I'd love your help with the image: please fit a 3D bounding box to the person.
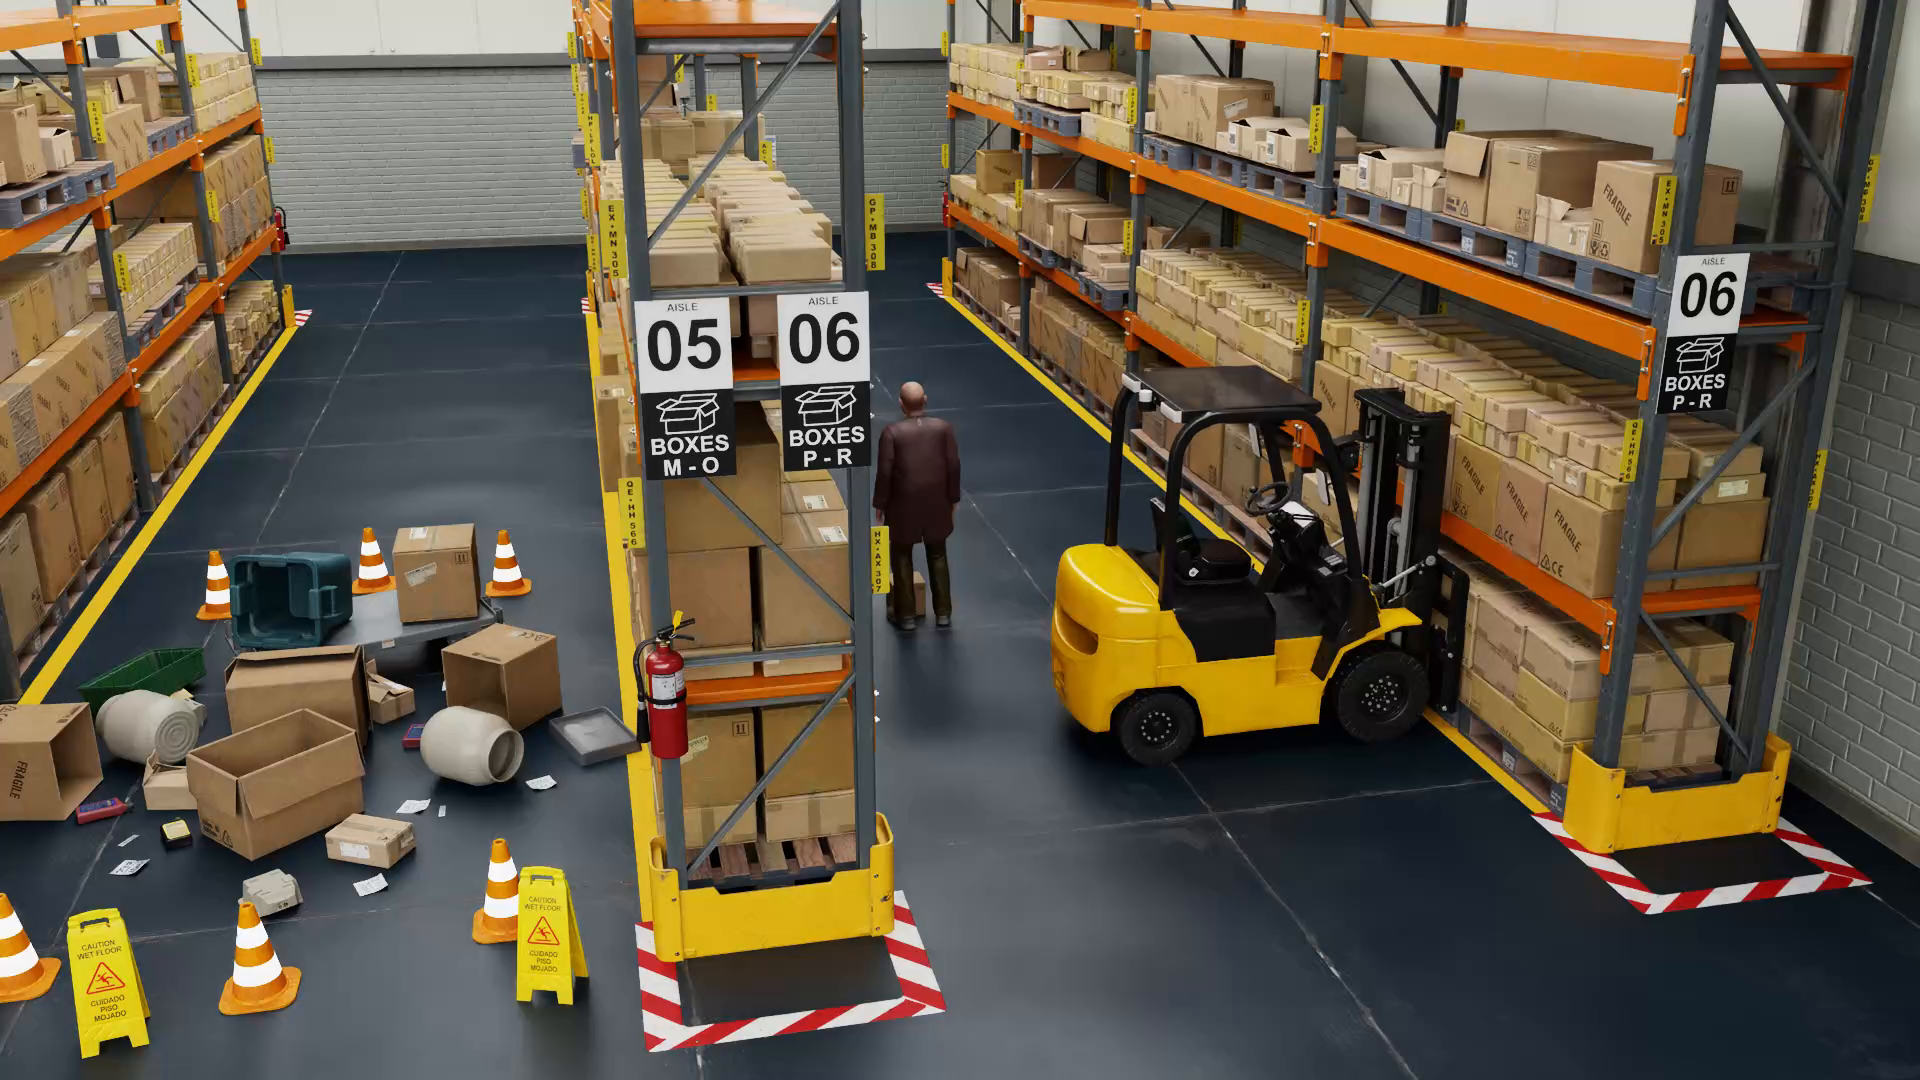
[{"bbox_3d":[-0.304,-0.247,11.794,0.643,1.774,0.426,-6,20,-15],"label":"person"}]
